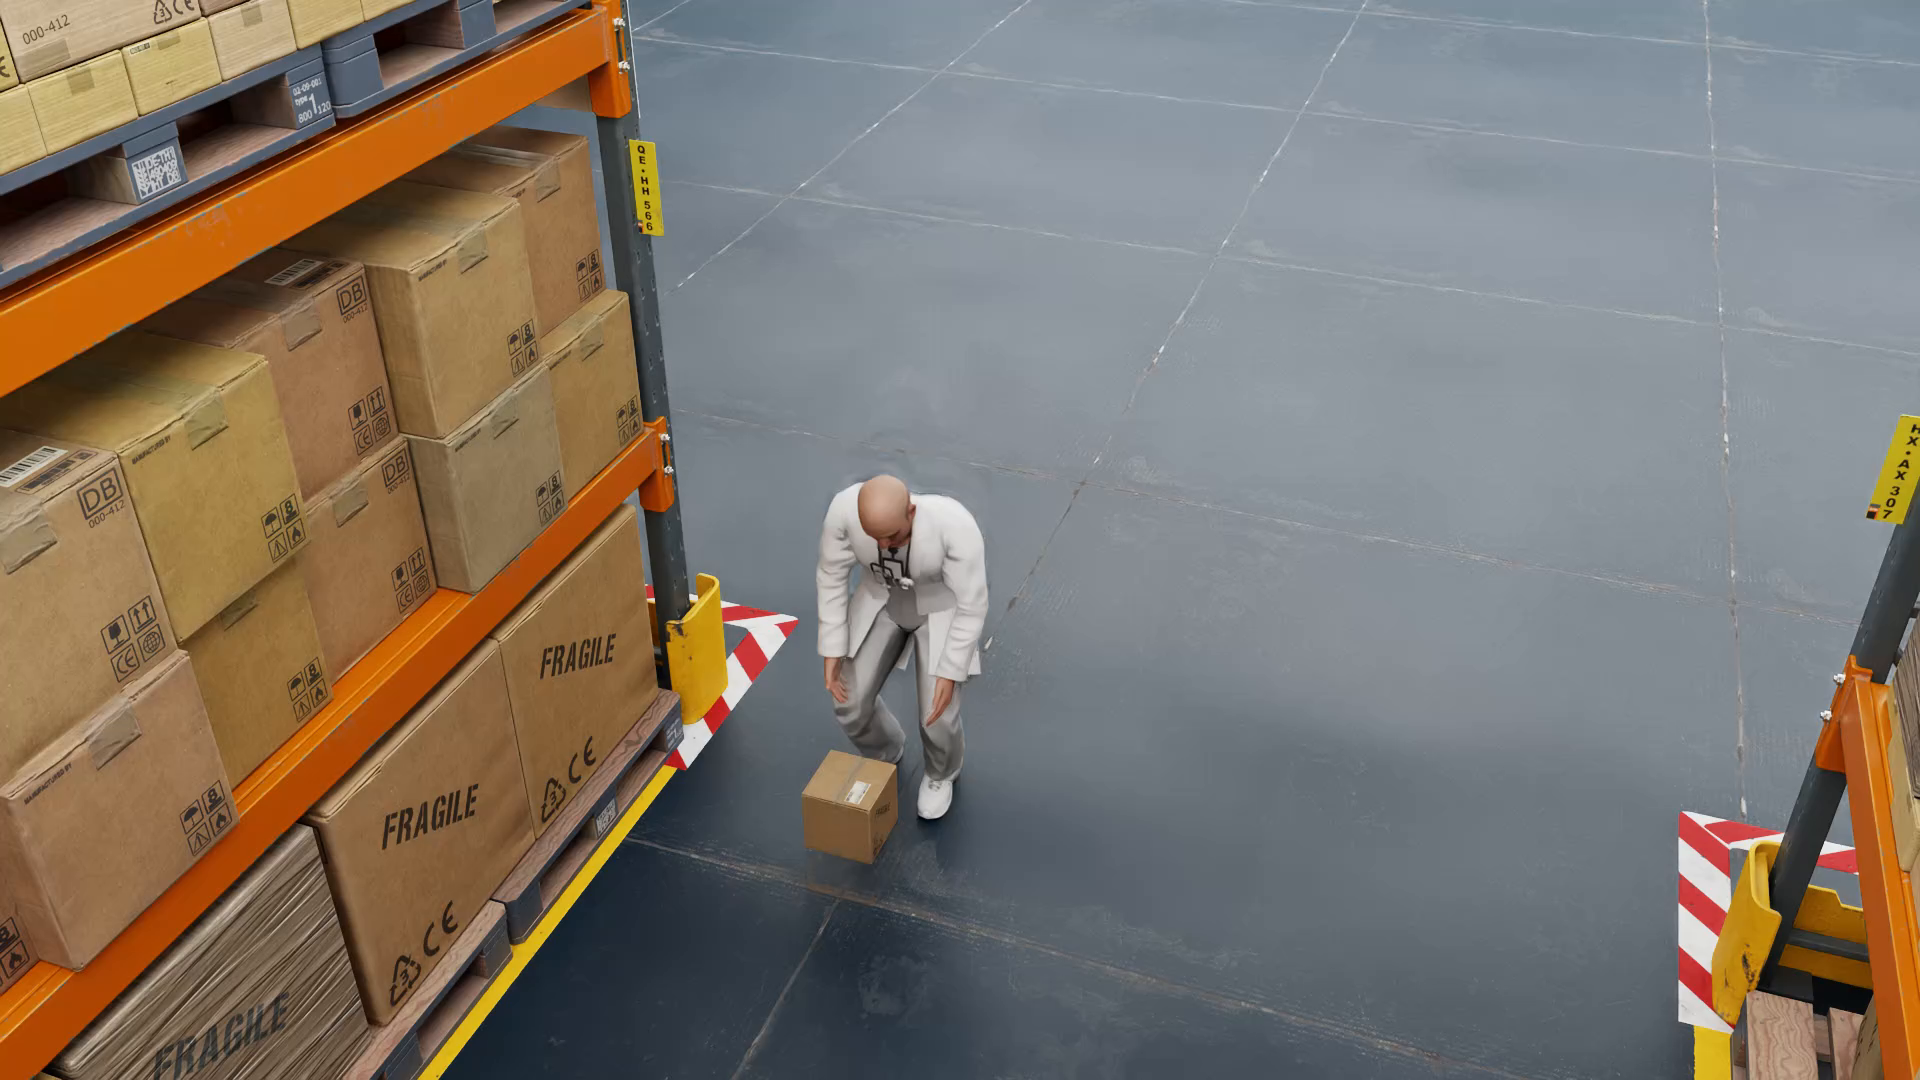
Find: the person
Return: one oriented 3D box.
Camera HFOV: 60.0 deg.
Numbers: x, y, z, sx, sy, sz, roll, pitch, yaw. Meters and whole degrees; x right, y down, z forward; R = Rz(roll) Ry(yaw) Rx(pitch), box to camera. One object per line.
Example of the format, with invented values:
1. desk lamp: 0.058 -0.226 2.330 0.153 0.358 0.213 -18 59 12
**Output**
1. person: -0.179 0.324 5.902 0.628 1.511 0.649 11 34 17
